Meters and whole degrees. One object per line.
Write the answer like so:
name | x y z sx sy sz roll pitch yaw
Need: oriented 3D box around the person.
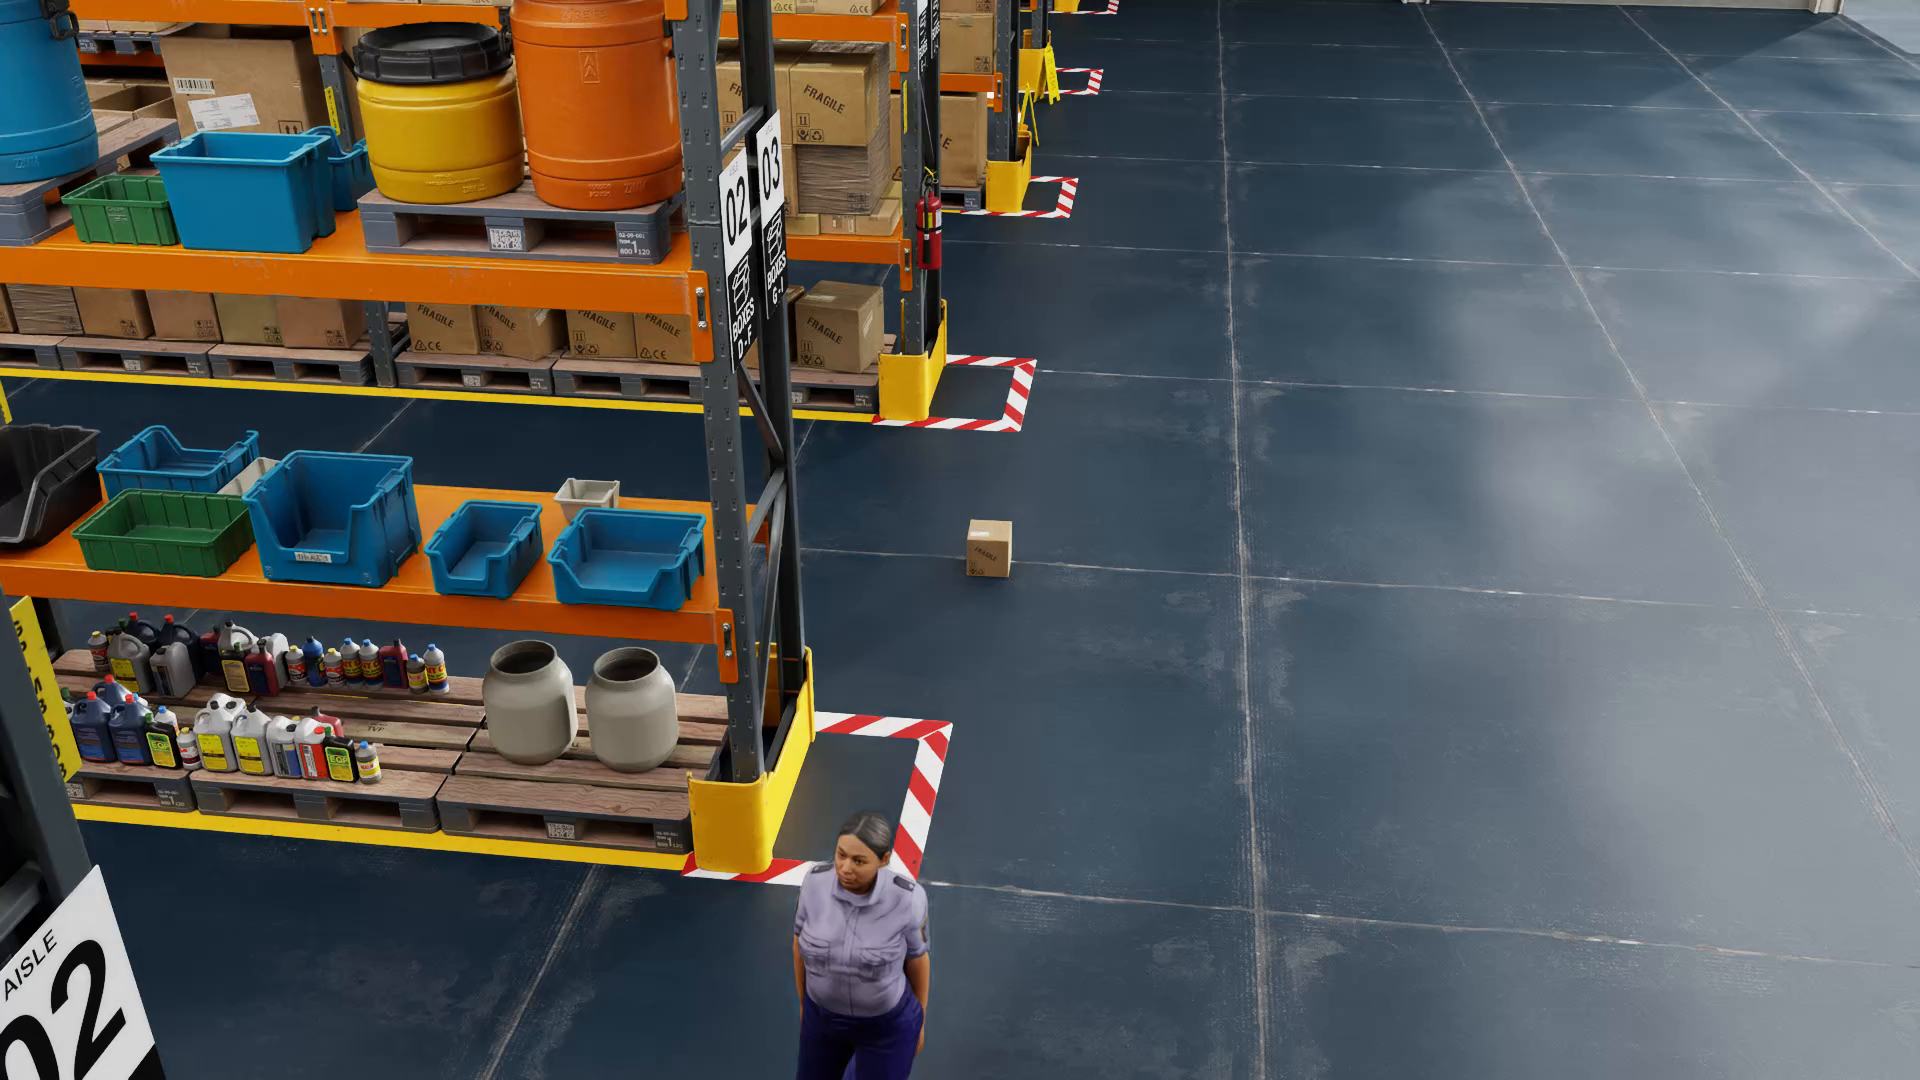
person | -0.333 1.598 5.682 0.476 1.613 0.614 8 29 14
